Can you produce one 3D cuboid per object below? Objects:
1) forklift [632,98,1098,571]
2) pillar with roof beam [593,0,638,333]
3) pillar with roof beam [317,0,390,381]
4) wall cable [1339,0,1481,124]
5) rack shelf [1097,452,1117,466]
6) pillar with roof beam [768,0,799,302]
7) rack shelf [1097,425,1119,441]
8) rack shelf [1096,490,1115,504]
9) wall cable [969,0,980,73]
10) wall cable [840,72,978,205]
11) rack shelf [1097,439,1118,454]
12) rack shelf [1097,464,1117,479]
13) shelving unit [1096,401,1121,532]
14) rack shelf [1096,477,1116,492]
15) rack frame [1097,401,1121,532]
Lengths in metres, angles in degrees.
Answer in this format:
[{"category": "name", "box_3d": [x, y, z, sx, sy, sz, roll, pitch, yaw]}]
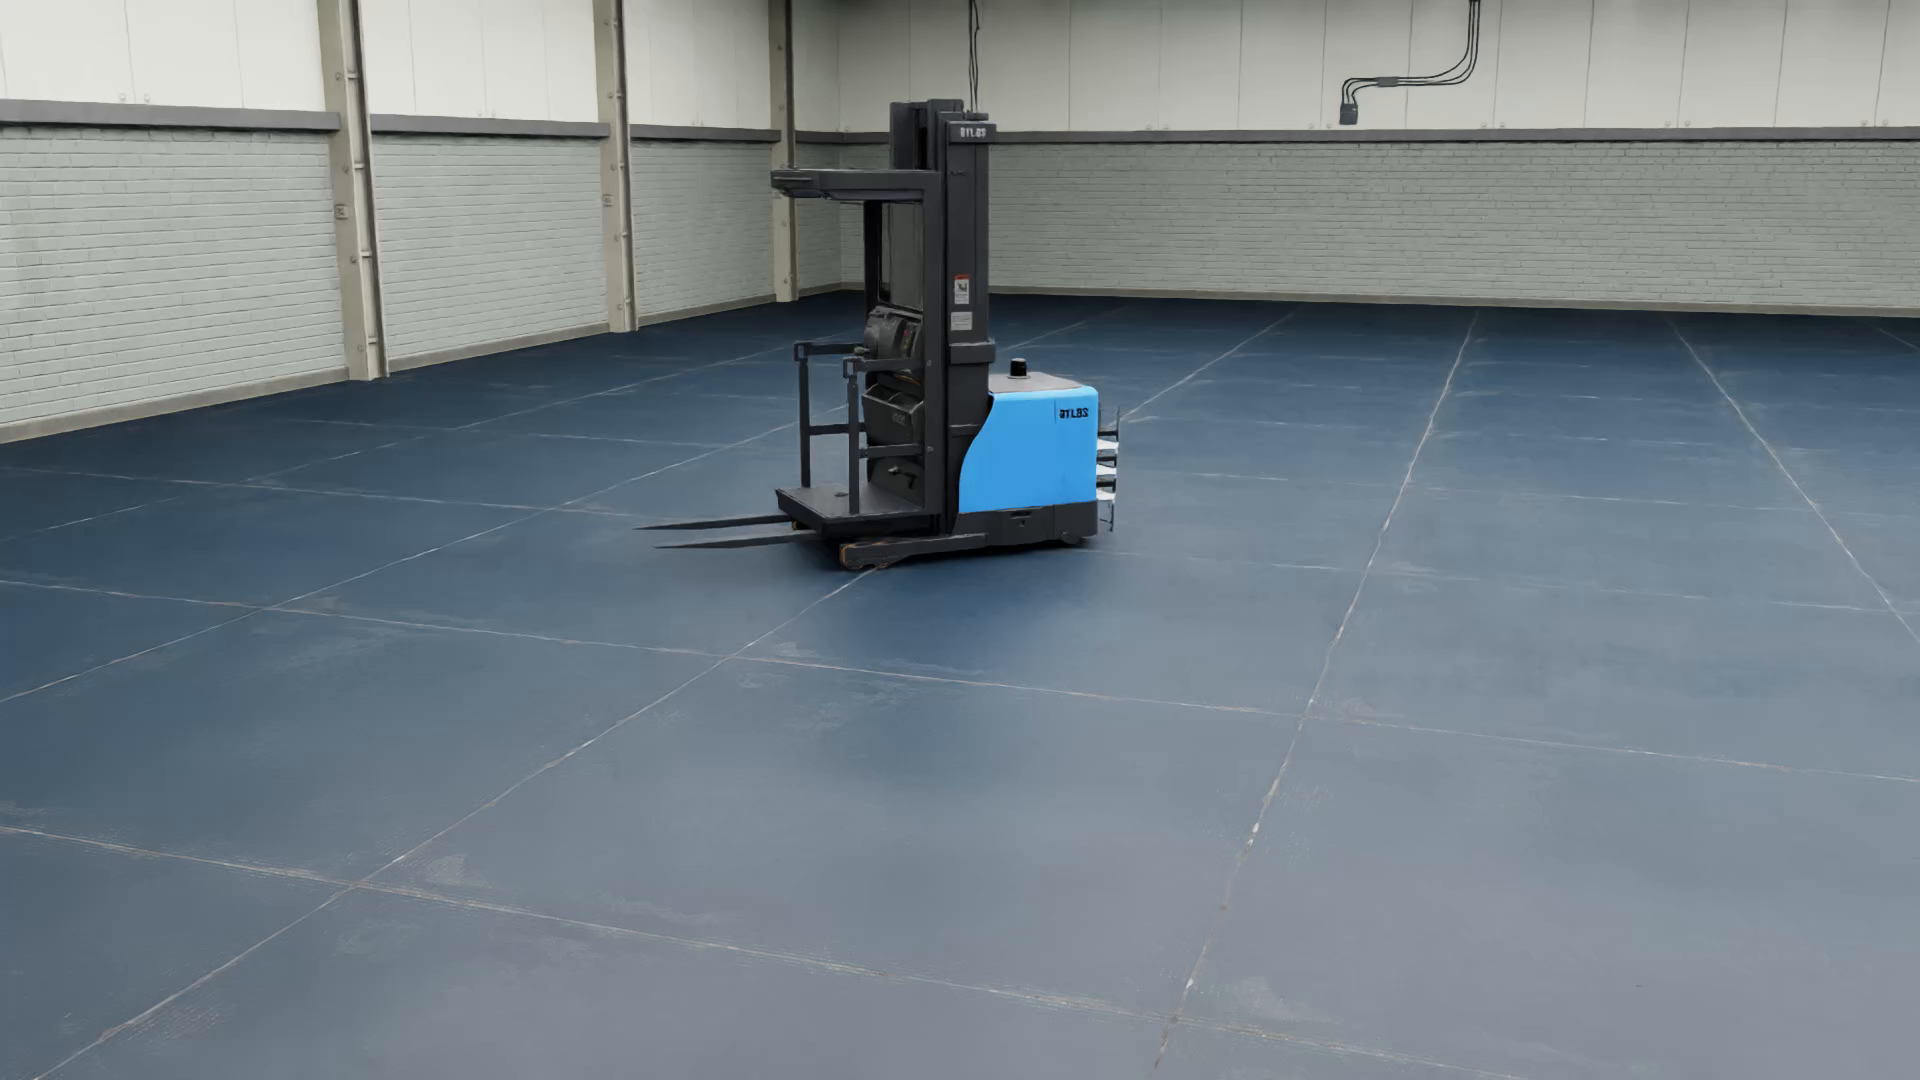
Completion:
[{"category": "forklift", "box_3d": [-0.624, -1.366, 10.888, 3.031, 2.935, 1.130, -6, 14, -23]}, {"category": "pillar with roof beam", "box_3d": [-1.104, -7.288, 23.197, 9.100, 9.000, 0.400, 4, 14, 18]}, {"category": "pillar with roof beam", "box_3d": [-3.045, -6.025, 17.662, 9.100, 9.000, 0.400, 4, 14, 18]}, {"category": "wall cable", "box_3d": [7.946, -10.358, 29.003, 2.305, 6.003, 0.169, 4, 14, 18]}, {"category": "rack shelf", "box_3d": [0.948, -0.569, 11.682, 0.200, 0.077, 0.258, -5, 13, -33]}, {"category": "pillar with roof beam", "box_3d": [0.837, -8.552, 28.732, 9.100, 9.000, 0.400, 4, 14, 18]}, {"category": "rack shelf", "box_3d": [0.956, -0.745, 11.647, 0.200, 0.077, 0.258, -5, 13, -33]}, {"category": "rack shelf", "box_3d": [0.936, -0.304, 11.734, 0.200, 0.077, 0.258, -5, 13, -33]}, {"category": "wall cable", "box_3d": [1.528, -10.140, 31.320, 3.097, 2.526, 0.112, 4, 14, 18]}, {"category": "wall cable", "box_3d": [-1.032, -7.873, 32.736, 3.097, 2.526, 0.112, 4, 14, 18]}, {"category": "rack shelf", "box_3d": [0.952, -0.657, 11.664, 0.200, 0.077, 0.258, -5, 13, -33]}, {"category": "rack shelf", "box_3d": [0.944, -0.481, 11.699, 0.200, 0.077, 0.258, -5, 13, -33]}, {"category": "shelving unit", "box_3d": [0.946, -0.513, 11.693, 0.210, 0.900, 0.258, -5, 13, -33]}, {"category": "rack shelf", "box_3d": [0.940, -0.393, 11.717, 0.200, 0.077, 0.258, -5, 13, -33]}, {"category": "rack frame", "box_3d": [1.031, -0.521, 11.748, 0.006, 0.900, 0.240, -5, 13, -33]}]
